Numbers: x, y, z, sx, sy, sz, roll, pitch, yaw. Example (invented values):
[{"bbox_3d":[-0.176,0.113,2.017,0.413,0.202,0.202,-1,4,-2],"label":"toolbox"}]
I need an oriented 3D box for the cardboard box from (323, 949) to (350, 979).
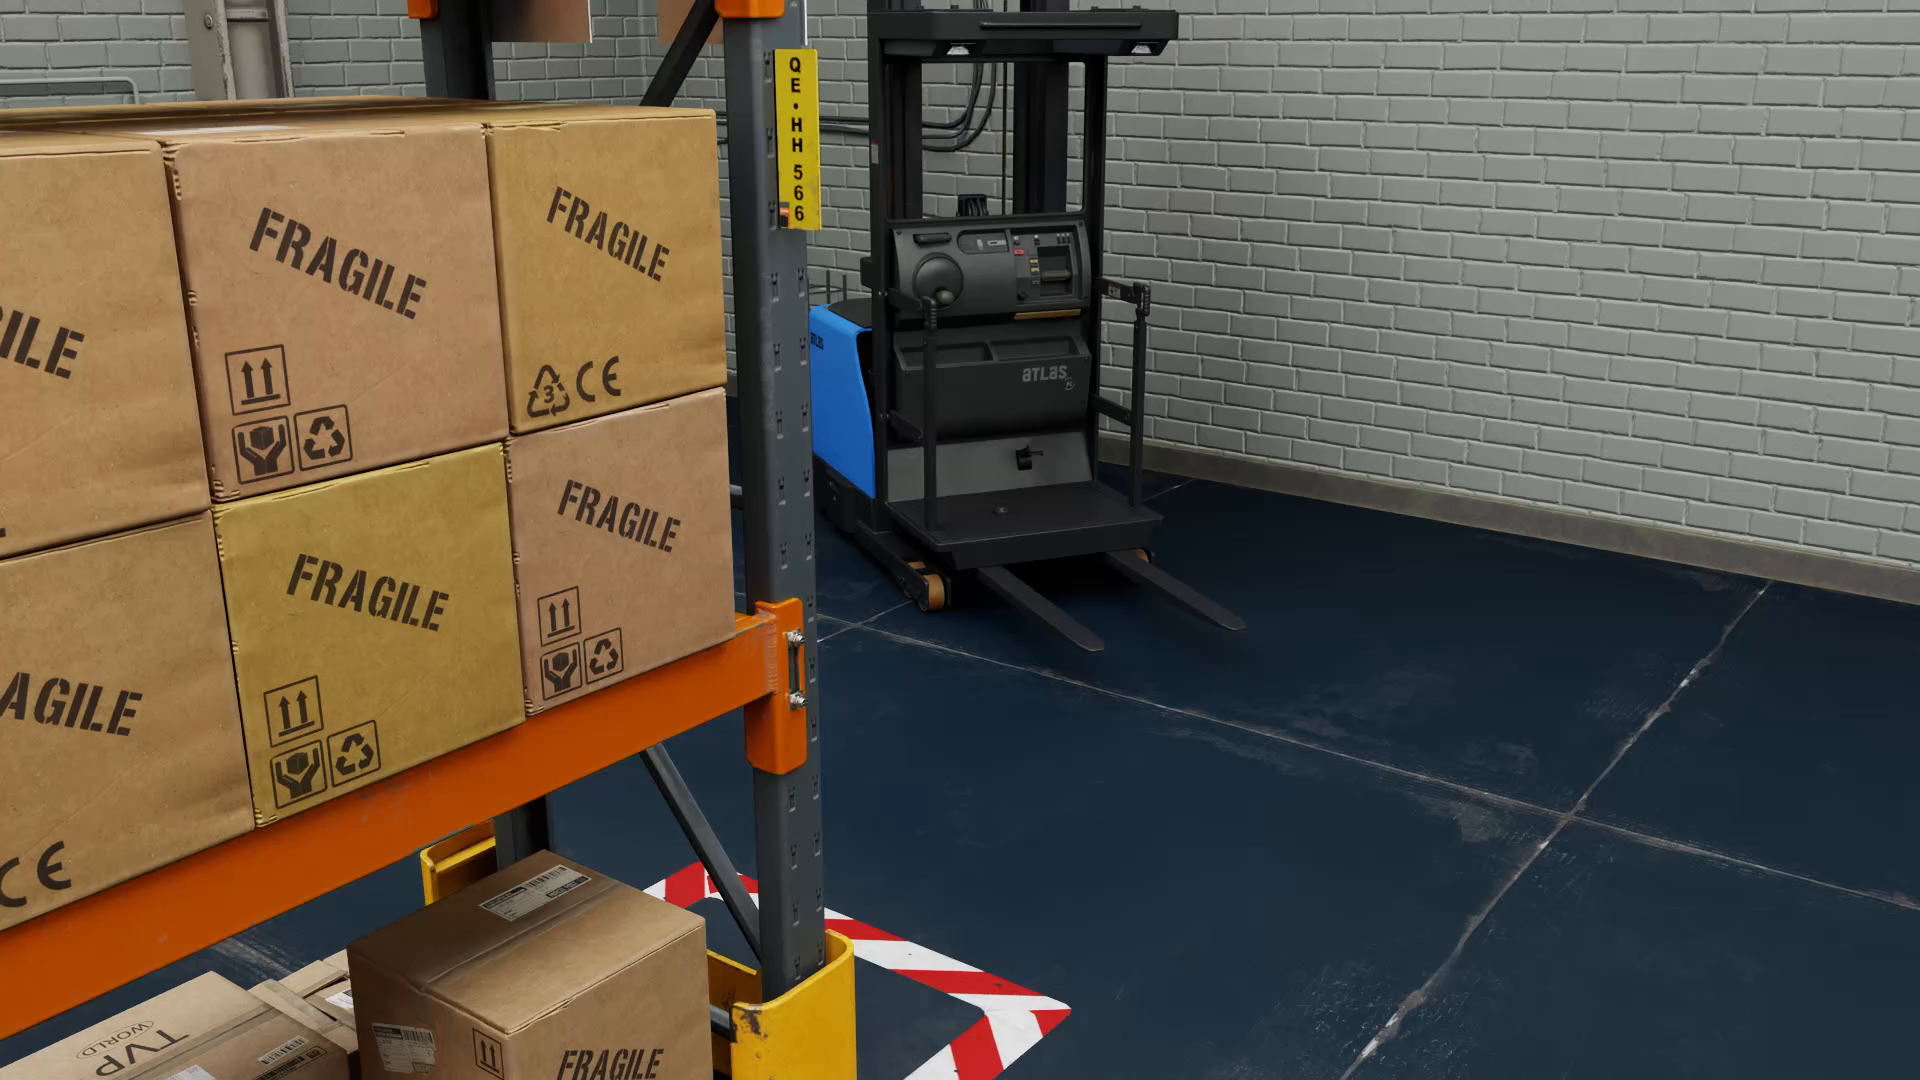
[{"bbox_3d":[-1.260,1.049,3.872,0.380,0.149,0.250,12,21,35],"label":"cardboard box"}]

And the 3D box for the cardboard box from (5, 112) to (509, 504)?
[{"bbox_3d":[-1.079,-0.391,2.591,0.500,0.500,0.500,13,22,36],"label":"cardboard box"}]

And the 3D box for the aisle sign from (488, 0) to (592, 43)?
[{"bbox_3d":[-0.930,-1.451,3.474,0.394,0.787,0.004,12,21,35],"label":"aisle sign"}]

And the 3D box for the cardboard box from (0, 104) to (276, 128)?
[{"bbox_3d":[-1.516,-0.481,2.881,0.500,0.500,0.500,13,21,35],"label":"cardboard box"}]

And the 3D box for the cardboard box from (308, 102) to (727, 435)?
[{"bbox_3d":[-0.779,-0.512,2.979,0.500,0.500,0.500,12,21,34],"label":"cardboard box"}]

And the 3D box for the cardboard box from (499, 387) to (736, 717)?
[{"bbox_3d":[-0.783,-0.034,3.127,0.500,0.500,0.500,13,22,36],"label":"cardboard box"}]

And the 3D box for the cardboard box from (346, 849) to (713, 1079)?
[{"bbox_3d":[-0.860,1.016,3.388,0.500,0.500,0.500,12,21,35],"label":"cardboard box"}]

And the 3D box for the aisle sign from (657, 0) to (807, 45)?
[{"bbox_3d":[-0.448,-1.345,3.132,0.394,0.787,0.004,12,21,35],"label":"aisle sign"}]

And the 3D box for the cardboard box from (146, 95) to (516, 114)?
[{"bbox_3d":[-1.210,-0.607,3.286,0.500,0.500,0.500,13,22,36],"label":"cardboard box"}]

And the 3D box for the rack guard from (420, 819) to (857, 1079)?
[{"bbox_3d":[-0.780,1.071,3.952,1.175,0.500,0.348,12,21,35],"label":"rack guard"}]

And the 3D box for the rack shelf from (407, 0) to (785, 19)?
[{"bbox_3d":[-1.926,-0.754,1.768,1.077,0.370,4.000,12,21,35],"label":"rack shelf"}]

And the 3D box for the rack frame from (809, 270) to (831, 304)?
[{"bbox_3d":[-0.790,-0.833,8.902,0.240,1.200,0.006,-11,20,-31],"label":"rack frame"}]

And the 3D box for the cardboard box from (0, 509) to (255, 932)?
[{"bbox_3d":[-1.391,0.208,2.347,0.500,0.500,0.500,13,21,35],"label":"cardboard box"}]

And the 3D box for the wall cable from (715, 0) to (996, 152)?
[{"bbox_3d":[-1.058,-3.681,10.161,3.097,2.526,0.112,12,21,35],"label":"wall cable"}]

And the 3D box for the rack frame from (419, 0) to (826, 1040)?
[{"bbox_3d":[-0.734,-0.141,3.640,1.000,3.000,0.127,12,21,35],"label":"rack frame"}]

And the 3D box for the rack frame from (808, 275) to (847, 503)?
[{"bbox_3d":[-0.692,-0.787,8.755,0.240,1.200,0.006,-11,20,-31],"label":"rack frame"}]

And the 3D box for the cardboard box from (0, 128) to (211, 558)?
[{"bbox_3d":[-1.384,-0.267,2.191,0.500,0.500,0.500,13,22,36],"label":"cardboard box"}]

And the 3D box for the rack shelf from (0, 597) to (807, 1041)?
[{"bbox_3d":[-1.926,0.679,2.213,1.077,0.370,4.000,12,21,35],"label":"rack shelf"}]

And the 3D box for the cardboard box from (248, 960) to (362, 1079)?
[{"bbox_3d":[-1.409,1.101,3.677,0.380,0.166,0.250,12,21,35],"label":"cardboard box"}]

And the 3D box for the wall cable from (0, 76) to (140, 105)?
[{"bbox_3d":[-4.712,-1.973,7.825,0.084,1.984,1.851,12,21,35],"label":"wall cable"}]

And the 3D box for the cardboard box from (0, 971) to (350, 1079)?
[{"bbox_3d":[-1.584,1.161,3.343,0.500,0.250,0.500,12,21,35],"label":"cardboard box"}]

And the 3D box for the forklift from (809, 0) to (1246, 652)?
[{"bbox_3d":[0.232,-1.228,7.257,1.130,2.935,3.031,-7,18,-21],"label":"forklift"}]

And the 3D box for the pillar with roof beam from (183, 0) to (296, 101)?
[{"bbox_3d":[-0.343,-3.916,5.679,9.100,9.000,0.400,12,21,35],"label":"pillar with roof beam"}]

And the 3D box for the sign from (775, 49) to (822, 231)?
[{"bbox_3d":[-0.301,-0.742,3.090,0.100,0.325,0.005,12,21,35],"label":"sign"}]

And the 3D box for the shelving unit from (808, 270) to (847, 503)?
[{"bbox_3d":[-0.741,-0.810,8.829,0.258,1.200,0.189,-11,20,-31],"label":"shelving unit"}]

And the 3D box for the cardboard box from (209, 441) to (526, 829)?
[{"bbox_3d":[-1.089,0.090,2.727,0.500,0.500,0.500,13,21,35],"label":"cardboard box"}]
